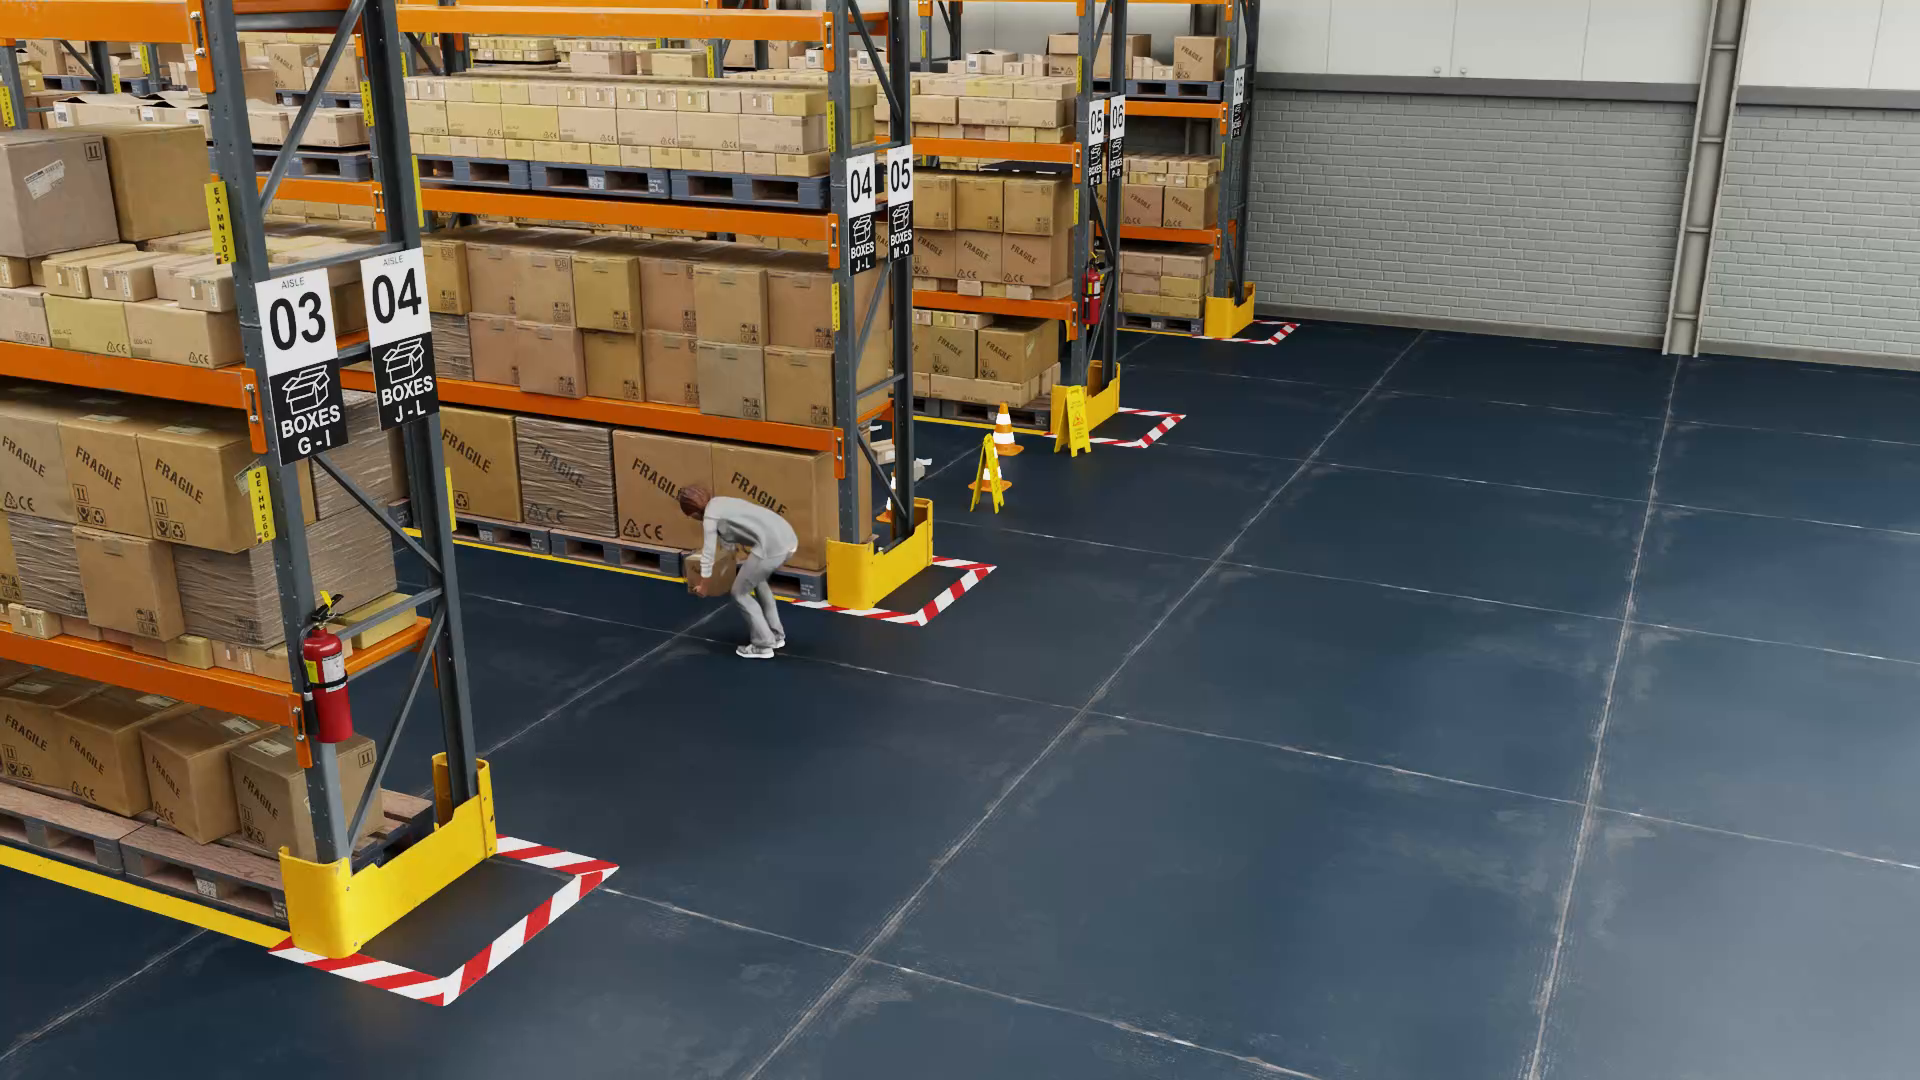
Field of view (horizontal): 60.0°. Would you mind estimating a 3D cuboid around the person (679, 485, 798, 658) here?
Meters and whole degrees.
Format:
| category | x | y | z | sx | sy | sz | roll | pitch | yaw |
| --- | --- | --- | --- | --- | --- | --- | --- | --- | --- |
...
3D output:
| category | x | y | z | sx | sy | sz | roll | pitch | yaw |
| --- | --- | --- | --- | --- | --- | --- | --- | --- | --- |
| person | -1.492 | 0.208 | 11.214 | 0.841 | 1.118 | 0.399 | 8 | 21 | 21 |
